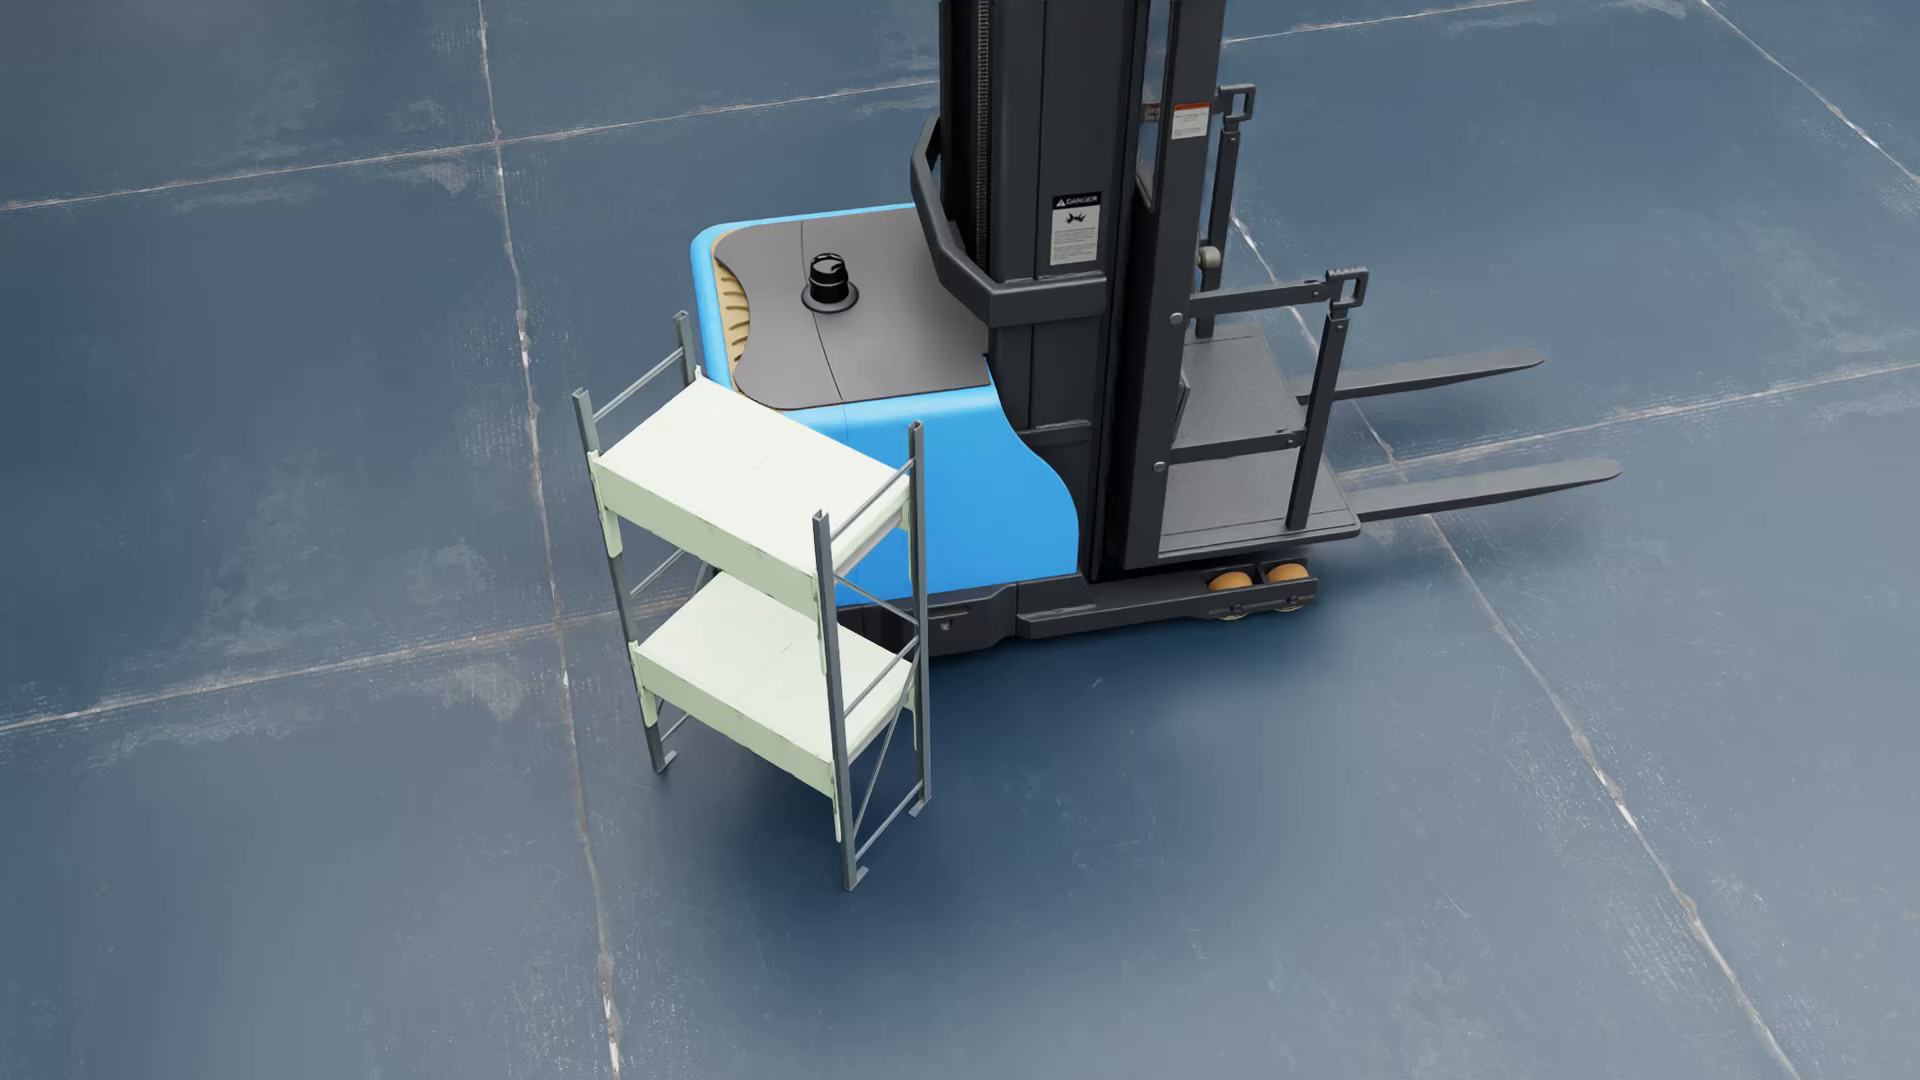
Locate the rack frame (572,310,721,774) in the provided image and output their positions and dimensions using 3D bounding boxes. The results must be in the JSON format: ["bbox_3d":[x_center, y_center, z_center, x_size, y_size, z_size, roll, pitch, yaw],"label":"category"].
[{"bbox_3d":[-0.810,0.064,4.637,0.023,1.500,0.400,26,51,23],"label":"rack frame"}]

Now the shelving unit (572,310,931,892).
[{"bbox_3d":[-0.509,0.213,4.491,0.755,1.500,0.431,26,51,23],"label":"shelving unit"}]

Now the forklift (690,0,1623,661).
[{"bbox_3d":[0.711,-1.126,4.801,3.031,2.935,1.130,-8,46,-8],"label":"forklift"}]

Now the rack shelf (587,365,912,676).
[{"bbox_3d":[-0.509,-0.061,4.213,0.720,0.370,0.431,26,51,23],"label":"rack shelf"}]

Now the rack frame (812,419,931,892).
[{"bbox_3d":[-0.209,0.361,4.345,0.023,1.500,0.400,26,51,23],"label":"rack frame"}]

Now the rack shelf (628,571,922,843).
[{"bbox_3d":[-0.510,0.441,4.724,0.720,0.370,0.431,26,51,23],"label":"rack shelf"}]
